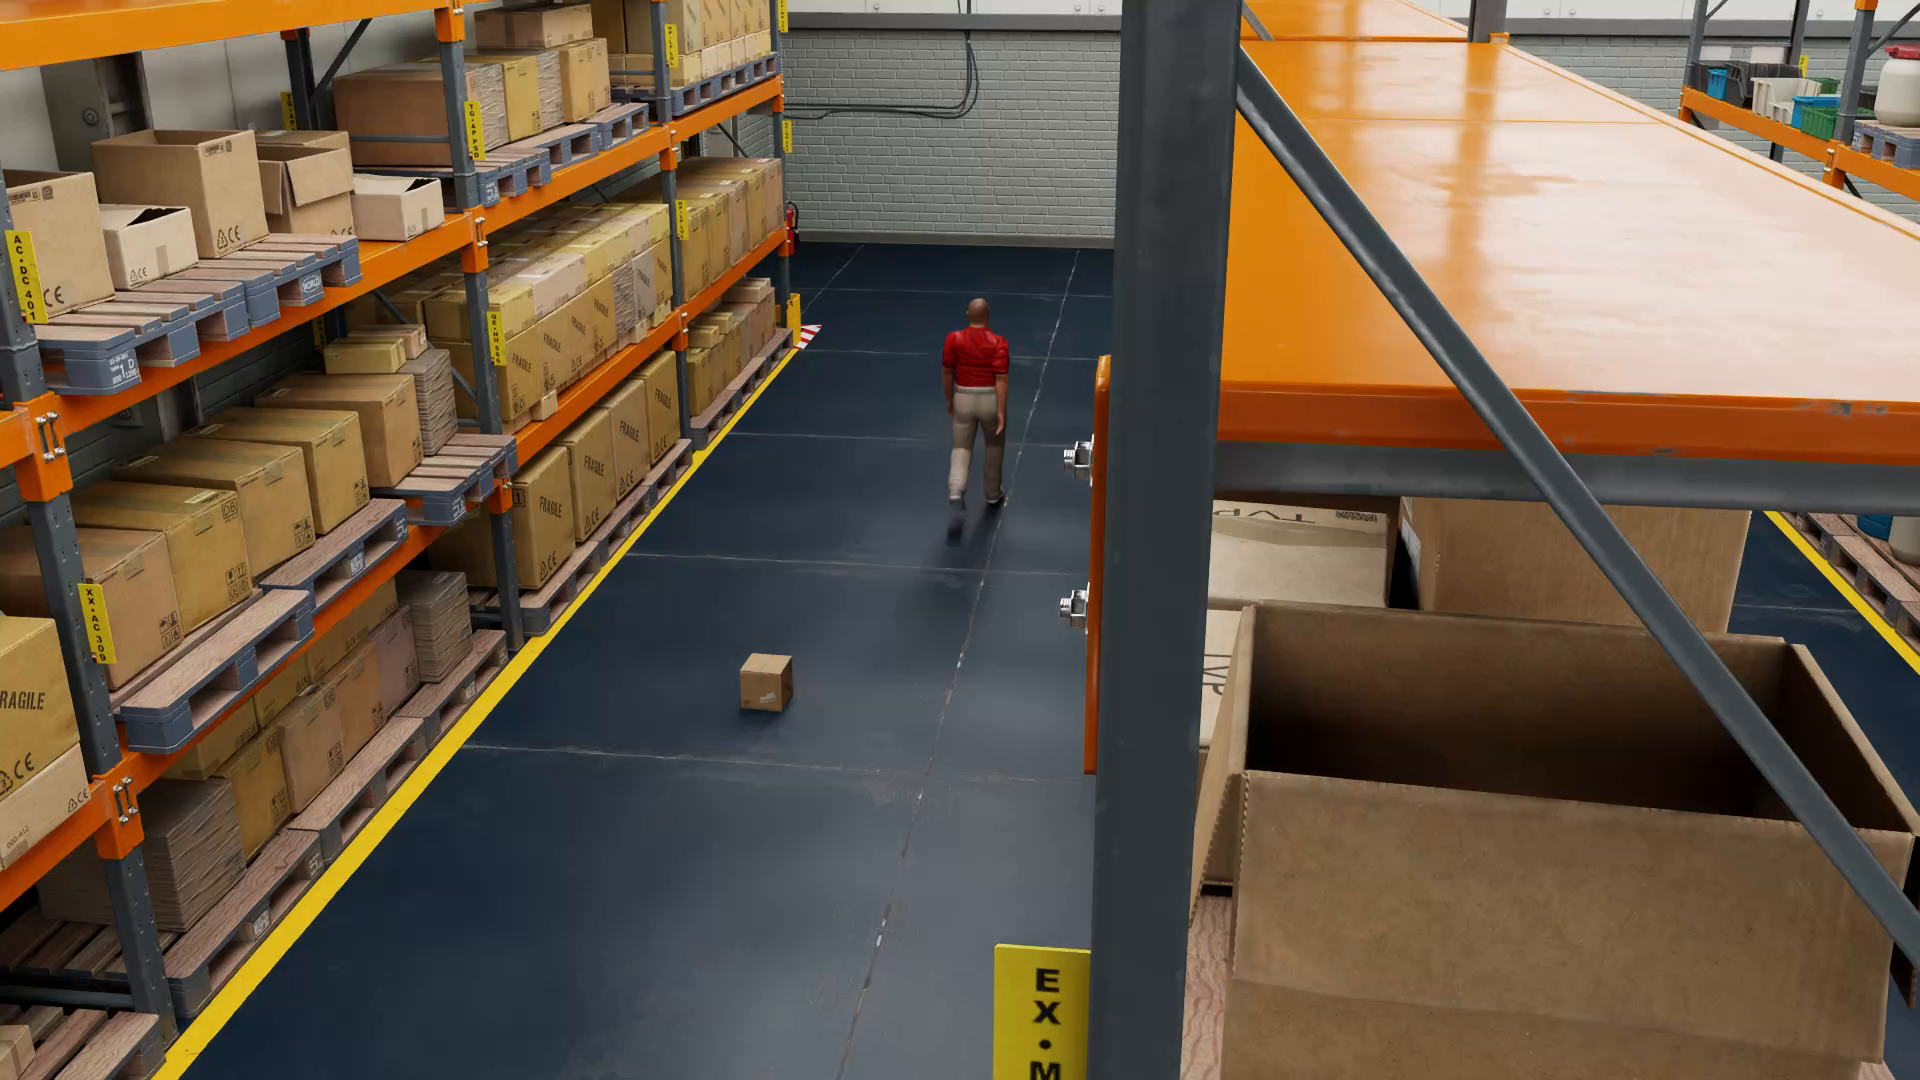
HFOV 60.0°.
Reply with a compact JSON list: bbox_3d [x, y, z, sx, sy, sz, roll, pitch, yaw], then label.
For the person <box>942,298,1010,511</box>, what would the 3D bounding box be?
[{"bbox_3d":[0.124,-1.039,12.793,0.534,1.686,0.875,4,21,10],"label":"person"}]
